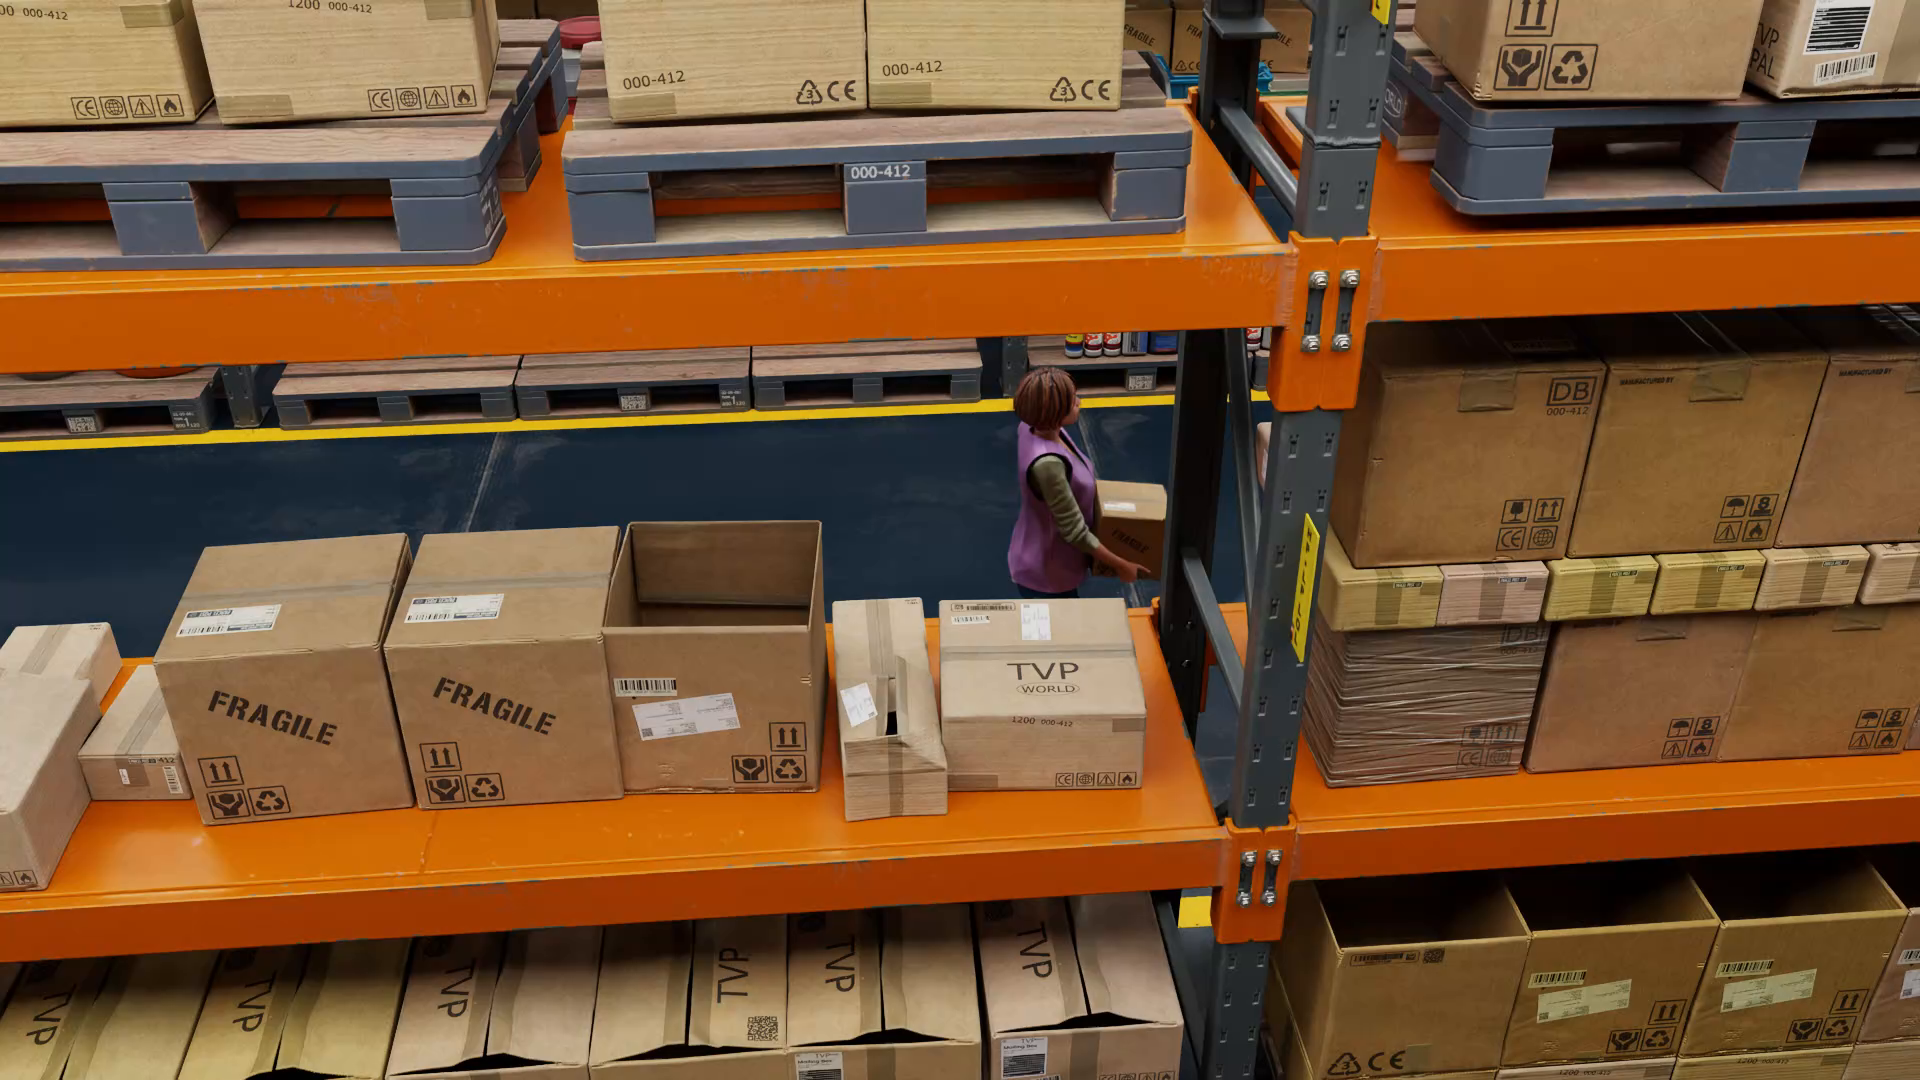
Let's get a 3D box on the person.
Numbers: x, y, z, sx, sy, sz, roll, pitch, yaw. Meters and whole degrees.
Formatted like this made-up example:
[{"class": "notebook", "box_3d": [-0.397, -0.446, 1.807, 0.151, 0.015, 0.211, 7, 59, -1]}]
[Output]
[{"class": "person", "box_3d": [0.339, 0.107, 5.972, 0.348, 1.592, 0.471, -2, 32, -4]}]
